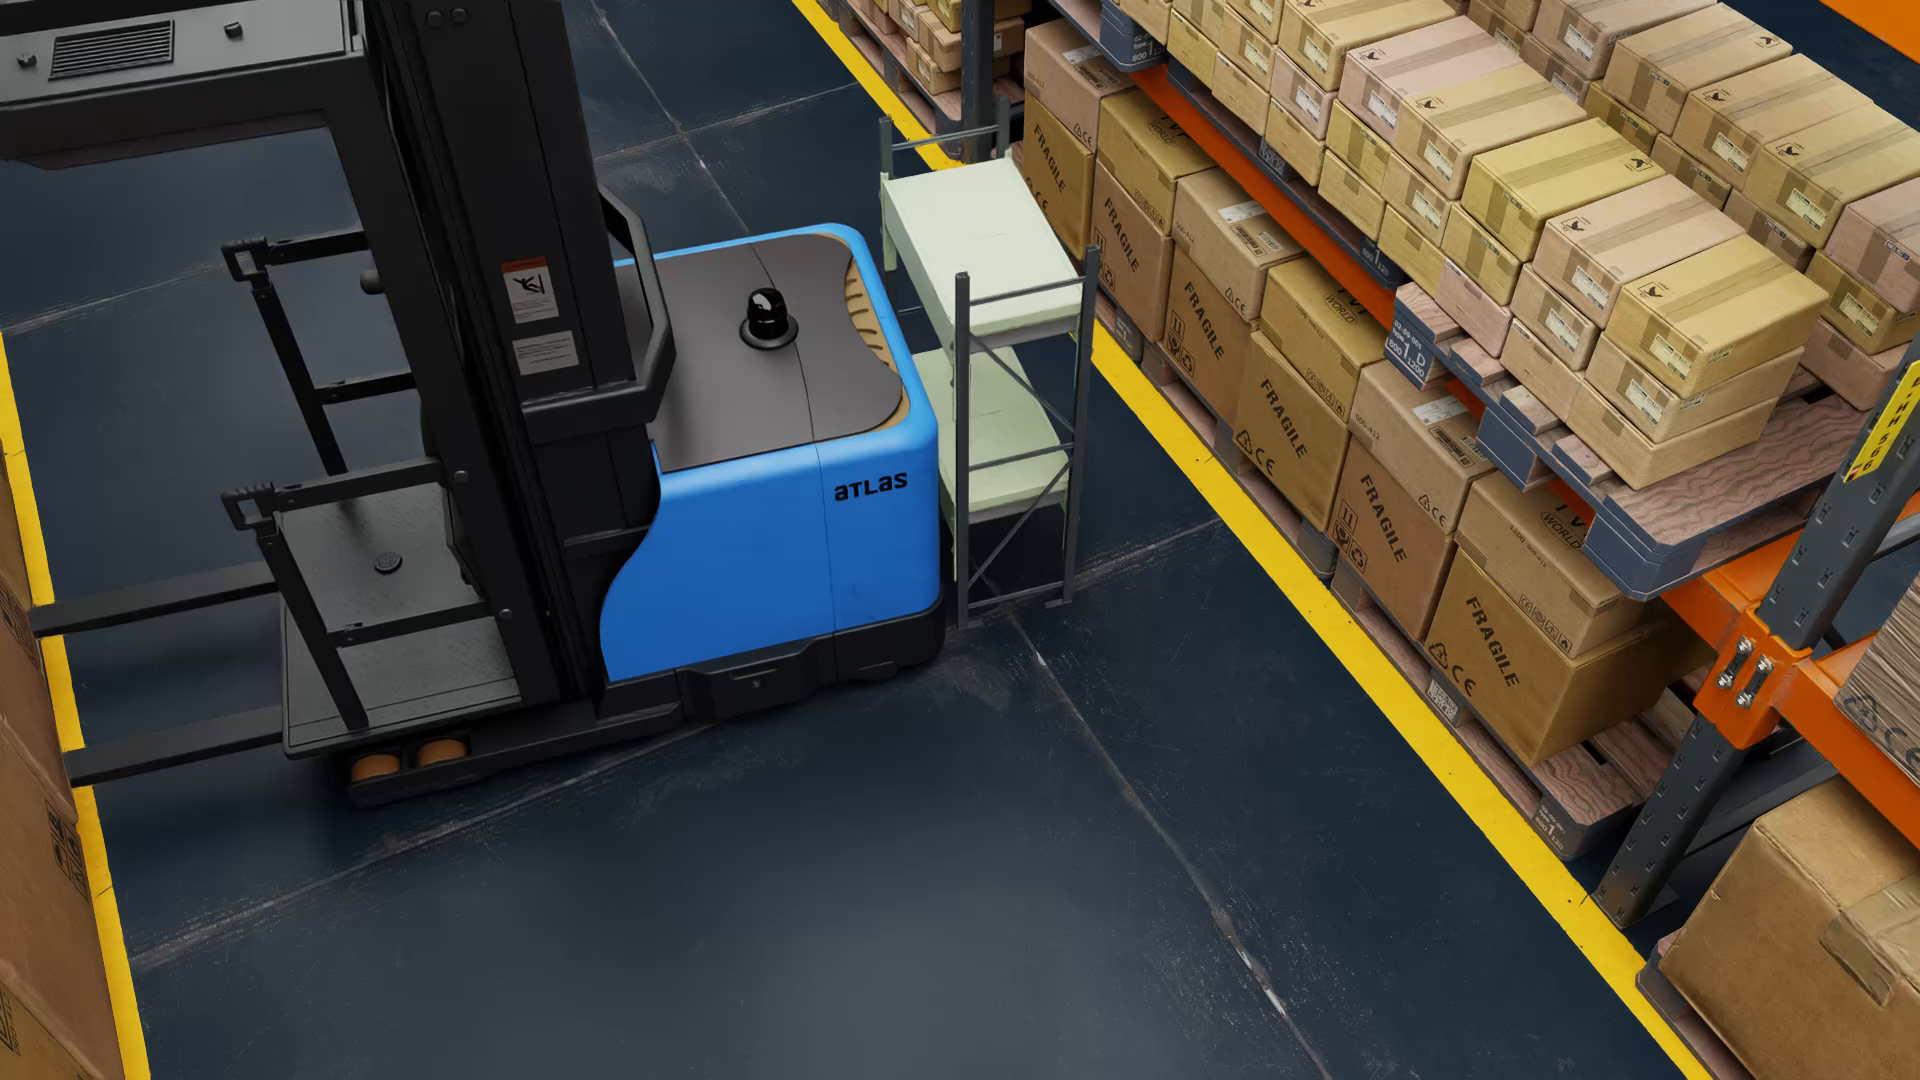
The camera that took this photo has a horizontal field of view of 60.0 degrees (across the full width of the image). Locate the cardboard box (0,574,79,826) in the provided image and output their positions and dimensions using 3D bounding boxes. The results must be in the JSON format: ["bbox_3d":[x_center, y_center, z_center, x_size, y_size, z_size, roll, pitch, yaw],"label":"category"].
[{"bbox_3d":[-3.261,0.467,4.482,1.225,0.875,0.875,-23,53,-19],"label":"cardboard box"}]

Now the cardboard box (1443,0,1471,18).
[{"bbox_3d":[1.546,-1.664,4.903,0.380,0.149,0.250,-19,52,-16],"label":"cardboard box"}]

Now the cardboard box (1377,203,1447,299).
[{"bbox_3d":[1.331,-0.812,4.355,0.380,0.149,0.250,-22,52,-18],"label":"cardboard box"}]

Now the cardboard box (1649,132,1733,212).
[{"bbox_3d":[2.012,-0.982,4.306,0.380,0.149,0.250,-23,53,-19],"label":"cardboard box"}]

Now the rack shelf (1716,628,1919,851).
[{"bbox_3d":[3.221,1.498,2.925,1.077,0.370,4.000,-21,52,-18],"label":"rack shelf"}]

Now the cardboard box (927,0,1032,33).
[{"bbox_3d":[0.081,-2.299,6.987,0.380,0.149,0.250,-20,52,-17],"label":"cardboard box"}]

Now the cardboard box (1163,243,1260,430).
[{"bbox_3d":[1.073,-0.785,5.825,0.500,0.500,0.500,-20,52,-17],"label":"cardboard box"}]

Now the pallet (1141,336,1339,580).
[{"bbox_3d":[1.395,-0.498,6.046,1.003,0.211,1.213,-21,52,-18],"label":"pallet"}]

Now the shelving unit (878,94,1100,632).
[{"bbox_3d":[0.068,-0.507,5.197,0.431,1.500,0.755,-14,50,-12],"label":"shelving unit"}]

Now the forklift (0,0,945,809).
[{"bbox_3d":[-1.624,-0.608,4.335,3.031,2.935,1.130,-12,50,-11],"label":"forklift"}]

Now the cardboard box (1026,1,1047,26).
[{"bbox_3d":[0.473,-2.487,7.547,0.380,0.149,0.250,-20,52,-16],"label":"cardboard box"}]

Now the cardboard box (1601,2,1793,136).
[{"bbox_3d":[1.912,-1.227,4.323,0.380,0.149,0.250,-23,53,-19],"label":"cardboard box"}]

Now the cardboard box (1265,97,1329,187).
[{"bbox_3d":[1.089,-1.165,4.664,0.380,0.149,0.250,-20,52,-16],"label":"cardboard box"}]

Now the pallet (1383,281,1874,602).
[{"bbox_3d":[1.885,-0.455,4.282,1.213,0.211,1.003,-21,52,-18],"label":"pallet"}]

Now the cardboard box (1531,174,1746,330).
[{"bbox_3d":[1.561,-0.668,3.834,0.380,0.149,0.250,-22,52,-18],"label":"cardboard box"}]

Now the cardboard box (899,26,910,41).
[{"bbox_3d":[-0.051,-2.302,7.386,0.380,0.149,0.250,-20,52,-17],"label":"cardboard box"}]

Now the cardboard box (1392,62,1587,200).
[{"bbox_3d":[1.316,-1.021,4.143,0.380,0.149,0.250,-20,52,-16],"label":"cardboard box"}]

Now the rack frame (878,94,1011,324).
[{"bbox_3d":[-0.045,-0.769,5.427,0.400,1.500,0.023,-14,50,-12],"label":"rack frame"}]

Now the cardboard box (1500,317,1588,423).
[{"bbox_3d":[1.559,-0.472,4.058,0.380,0.149,0.250,-21,52,-18],"label":"cardboard box"}]

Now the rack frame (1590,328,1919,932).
[{"bbox_3d":[2.306,-0.077,3.825,1.000,3.000,0.127,-21,52,-18],"label":"rack frame"}]

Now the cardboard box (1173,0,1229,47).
[{"bbox_3d":[0.852,-1.610,4.855,0.380,0.149,0.250,-22,52,-18],"label":"cardboard box"}]

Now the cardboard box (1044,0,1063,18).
[{"bbox_3d":[0.594,-2.405,7.278,0.380,0.149,0.250,-19,51,-16],"label":"cardboard box"}]

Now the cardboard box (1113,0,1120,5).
[{"bbox_3d":[0.604,-1.867,5.278,0.380,0.149,0.250,-21,52,-17],"label":"cardboard box"}]

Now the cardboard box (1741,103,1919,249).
[{"bbox_3d":[2.141,-0.884,4.023,0.380,0.149,0.250,-22,53,-18],"label":"cardboard box"}]

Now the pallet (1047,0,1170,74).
[{"bbox_3d":[0.696,-2.130,5.747,1.003,0.211,1.213,-21,52,-18],"label":"pallet"}]

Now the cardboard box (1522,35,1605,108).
[{"bbox_3d":[1.783,-1.318,4.600,0.380,0.149,0.250,-21,52,-17],"label":"cardboard box"}]

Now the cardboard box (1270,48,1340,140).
[{"bbox_3d":[1.083,-1.267,4.556,0.380,0.149,0.250,-20,52,-17],"label":"cardboard box"}]

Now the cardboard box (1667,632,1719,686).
[{"bbox_3d":[2.209,0.046,5.099,0.500,0.500,0.500,-23,53,-19],"label":"cardboard box"}]

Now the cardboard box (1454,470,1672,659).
[{"bbox_3d":[1.760,-0.007,4.647,0.500,0.250,0.500,-22,52,-18],"label":"cardboard box"}]

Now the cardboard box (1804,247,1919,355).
[{"bbox_3d":[2.263,-0.623,3.993,0.380,0.149,0.250,-19,52,-16],"label":"cardboard box"}]

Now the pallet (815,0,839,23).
[{"bbox_3d":[-0.425,-3.091,8.314,1.003,0.211,1.213,-21,52,-18],"label":"pallet"}]

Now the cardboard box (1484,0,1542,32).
[{"bbox_3d":[1.664,-1.584,4.635,0.380,0.149,0.250,-20,52,-16],"label":"cardboard box"}]

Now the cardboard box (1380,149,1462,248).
[{"bbox_3d":[1.315,-0.926,4.257,0.380,0.149,0.250,-21,52,-17],"label":"cardboard box"}]

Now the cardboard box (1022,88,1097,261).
[{"bbox_3d":[0.578,-1.484,6.437,0.500,0.500,0.500,-19,52,-16],"label":"cardboard box"}]

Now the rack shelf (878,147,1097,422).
[{"bbox_3d":[0.068,-0.764,4.904,0.431,0.370,0.720,-14,50,-12],"label":"rack shelf"}]

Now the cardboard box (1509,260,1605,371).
[{"bbox_3d":[1.551,-0.583,3.957,0.380,0.149,0.250,-19,52,-16],"label":"cardboard box"}]

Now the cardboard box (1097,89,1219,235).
[{"bbox_3d":[0.825,-1.376,5.844,0.500,0.250,0.500,-20,52,-17],"label":"cardboard box"}]

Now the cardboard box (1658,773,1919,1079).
[{"bbox_3d":[2.505,0.963,4.130,1.050,0.750,0.750,-22,52,-18],"label":"cardboard box"}]

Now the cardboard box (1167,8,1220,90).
[{"bbox_3d":[0.849,-1.516,4.971,0.380,0.149,0.250,-22,52,-18],"label":"cardboard box"}]

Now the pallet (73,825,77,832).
[{"bbox_3d":[-2.999,1.112,4.637,1.003,0.211,1.213,-21,52,-18],"label":"pallet"}]

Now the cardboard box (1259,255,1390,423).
[{"bbox_3d":[1.300,-0.687,5.241,0.500,0.250,0.500,-20,52,-17],"label":"cardboard box"}]

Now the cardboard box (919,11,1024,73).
[{"bbox_3d":[0.049,-2.154,7.058,0.380,0.149,0.250,-20,52,-17],"label":"cardboard box"}]

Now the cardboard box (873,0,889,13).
[{"bbox_3d":[-0.224,-2.504,7.364,0.380,0.149,0.250,-23,53,-19],"label":"cardboard box"}]

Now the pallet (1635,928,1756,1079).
[{"bbox_3d":[2.600,1.394,4.390,1.003,0.211,1.213,-21,52,-18],"label":"pallet"}]

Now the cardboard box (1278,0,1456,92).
[{"bbox_3d":[1.084,-1.365,4.444,0.380,0.149,0.250,-19,51,-16],"label":"cardboard box"}]

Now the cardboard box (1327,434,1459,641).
[{"bbox_3d":[1.538,-0.092,5.219,0.500,0.500,0.500,-19,52,-16],"label":"cardboard box"}]

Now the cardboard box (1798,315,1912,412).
[{"bbox_3d":[2.281,-0.502,4.084,0.380,0.149,0.250,-22,52,-18],"label":"cardboard box"}]
